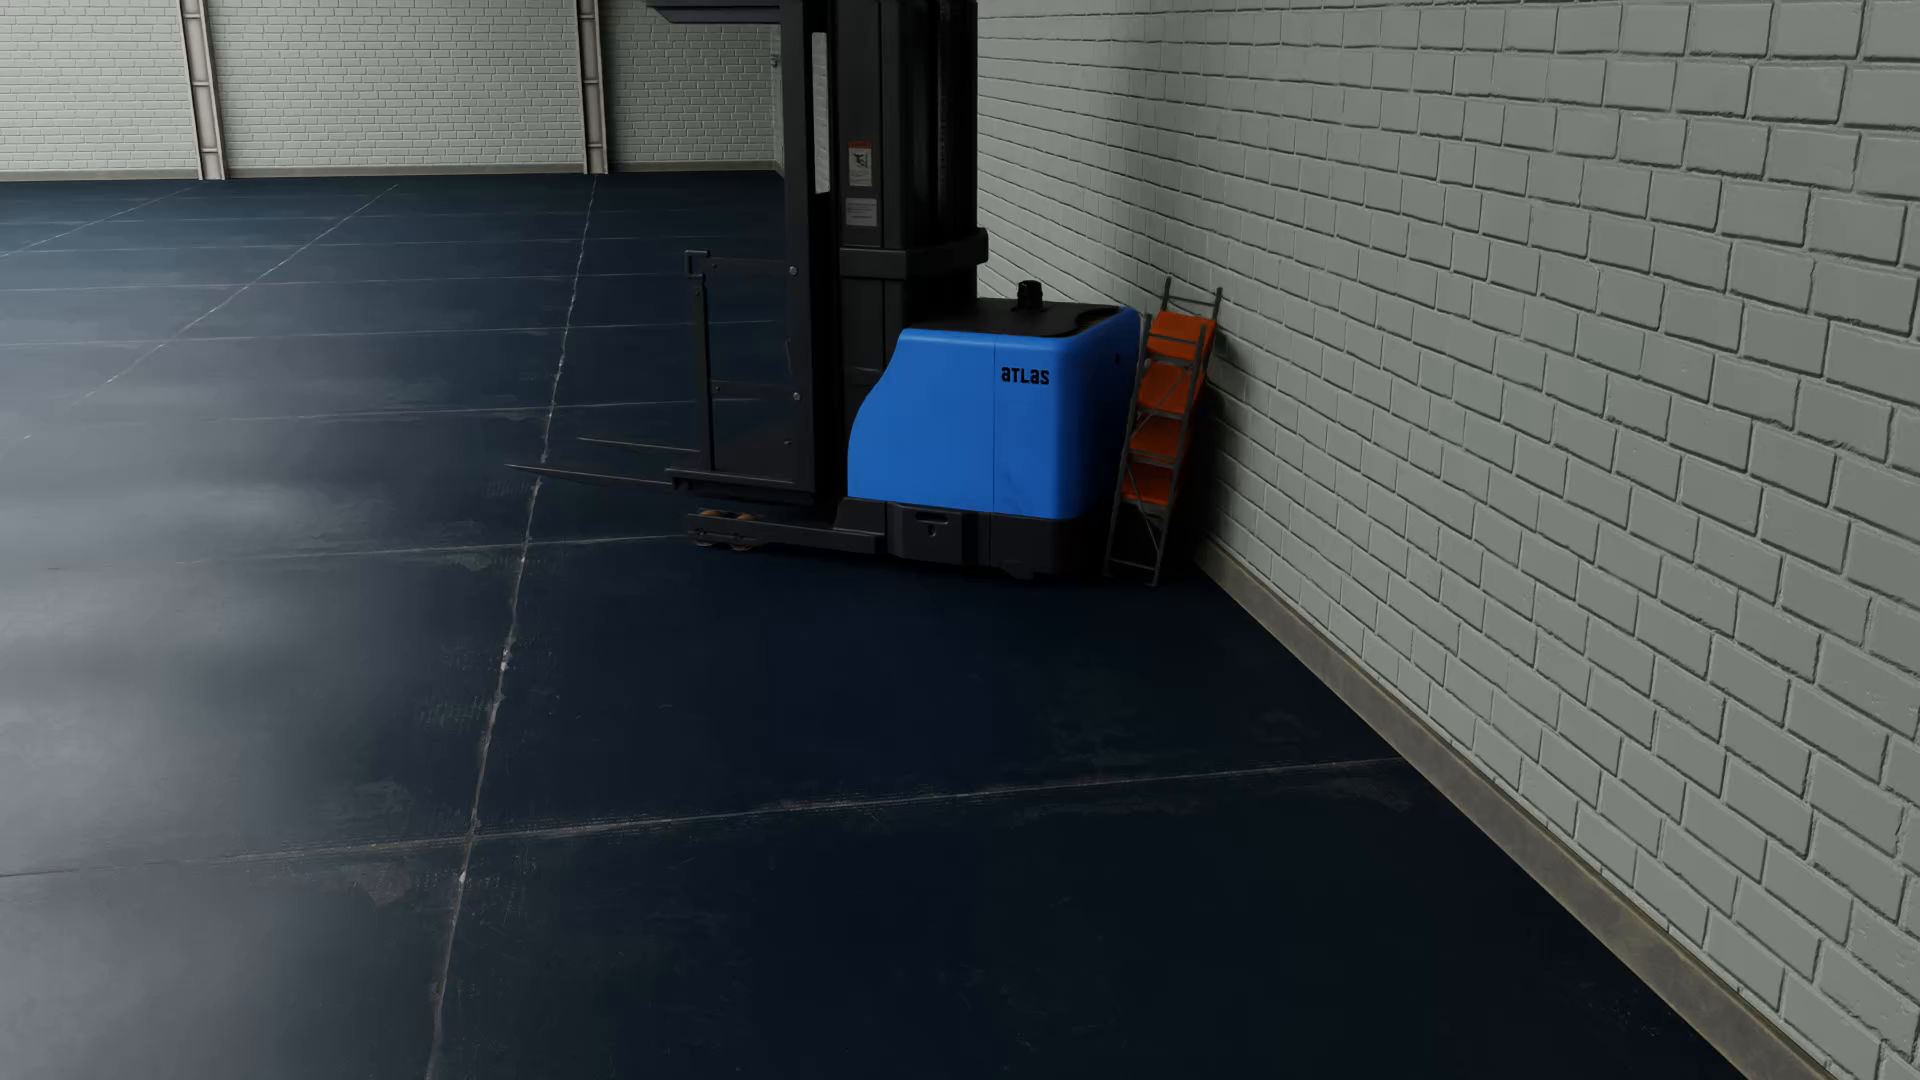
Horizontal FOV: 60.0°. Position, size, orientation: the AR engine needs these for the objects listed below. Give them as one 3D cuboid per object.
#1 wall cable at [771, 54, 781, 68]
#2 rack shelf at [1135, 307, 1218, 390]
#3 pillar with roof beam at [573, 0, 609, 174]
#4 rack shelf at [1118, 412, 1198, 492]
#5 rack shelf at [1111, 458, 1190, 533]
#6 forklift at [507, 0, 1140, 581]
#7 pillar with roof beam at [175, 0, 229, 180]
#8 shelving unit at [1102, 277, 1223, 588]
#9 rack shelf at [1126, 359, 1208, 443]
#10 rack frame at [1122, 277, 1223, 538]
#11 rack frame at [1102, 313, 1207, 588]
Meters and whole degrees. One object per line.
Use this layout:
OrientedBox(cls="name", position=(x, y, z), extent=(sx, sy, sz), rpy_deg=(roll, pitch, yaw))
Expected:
OrientedBox(cls="wall cable", position=(-2.926, -8.728, 26.189), extent=(0.112, 2.526, 3.097), rpy_deg=(-3, 17, -10))
OrientedBox(cls="rack shelf", position=(0.901, -0.798, 6.895), extent=(0.258, 0.148, 0.480), rpy_deg=(13, 29, 11))
OrientedBox(cls="pillar with roof beam", position=(-5.253, -9.188, 22.400), extent=(0.400, 9.000, 9.100), rpy_deg=(-3, 17, -10))
OrientedBox(cls="rack shelf", position=(0.851, -0.396, 7.114), extent=(0.258, 0.148, 0.480), rpy_deg=(13, 29, 11))
OrientedBox(cls="rack shelf", position=(0.830, -0.223, 7.209), extent=(0.258, 0.148, 0.480), rpy_deg=(13, 29, 11))
OrientedBox(cls="forklift", position=(-0.726, -1.484, 7.650), extent=(3.031, 2.935, 1.130), rpy_deg=(7, 18, 21))
OrientedBox(cls="pillar with roof beam", position=(-11.144, -8.854, 21.312), extent=(0.400, 9.000, 9.100), rpy_deg=(-3, 17, -10))
OrientedBox(cls="shelving unit", position=(0.859, -0.455, 7.082), extent=(0.258, 1.200, 0.503), rpy_deg=(13, 29, 11))
OrientedBox(cls="rack shelf", position=(0.875, -0.592, 7.008), extent=(0.258, 0.148, 0.480), rpy_deg=(13, 29, 11))
OrientedBox(cls="rack frame", position=(0.924, -0.561, 7.292), extent=(0.240, 1.200, 0.015), rpy_deg=(13, 29, 11))
OrientedBox(cls="rack frame", position=(0.793, -0.349, 6.873), extent=(0.240, 1.200, 0.015), rpy_deg=(13, 29, 11))
